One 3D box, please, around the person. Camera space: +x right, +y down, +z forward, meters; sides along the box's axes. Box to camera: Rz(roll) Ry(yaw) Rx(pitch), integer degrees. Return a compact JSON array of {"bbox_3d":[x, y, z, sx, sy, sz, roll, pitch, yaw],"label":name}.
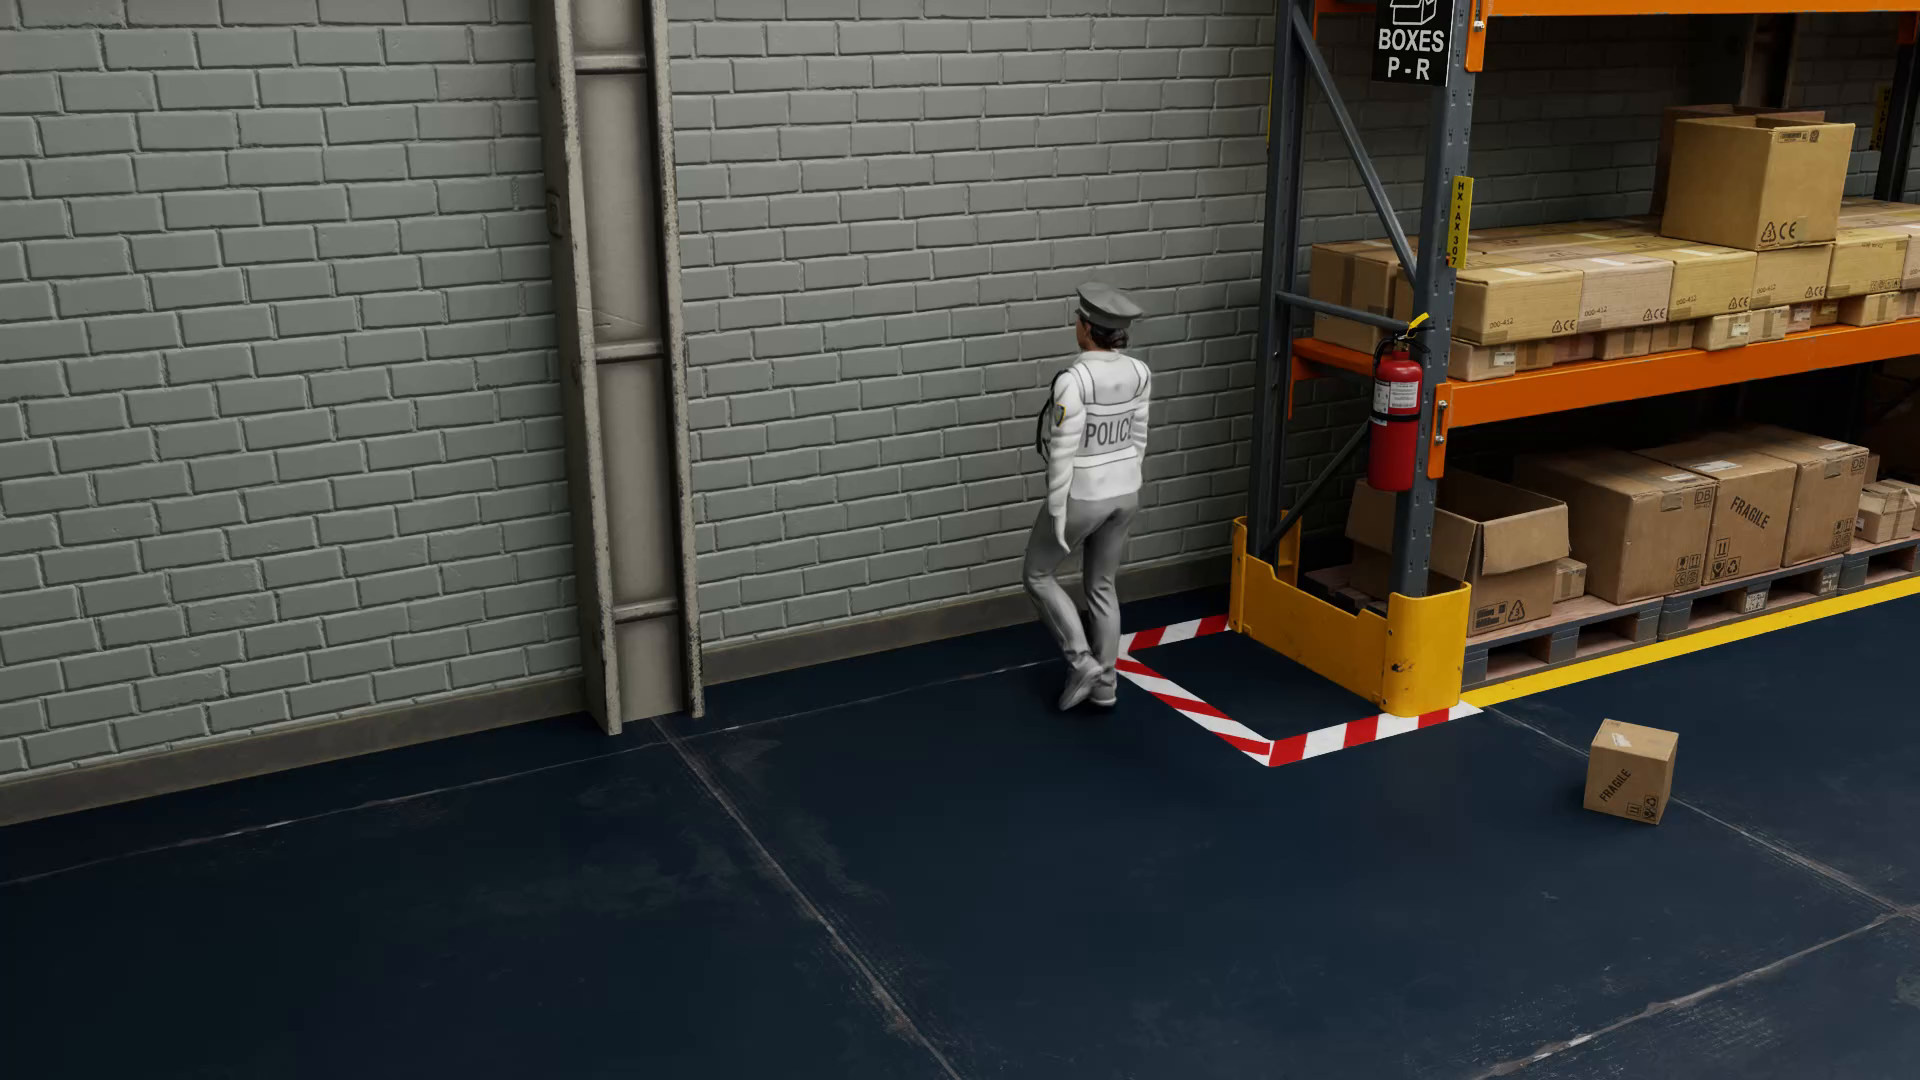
[{"bbox_3d":[13.806,-2.198,5.967,22.793,5.852,14.982,-12,22,-32],"label":"person"}]
